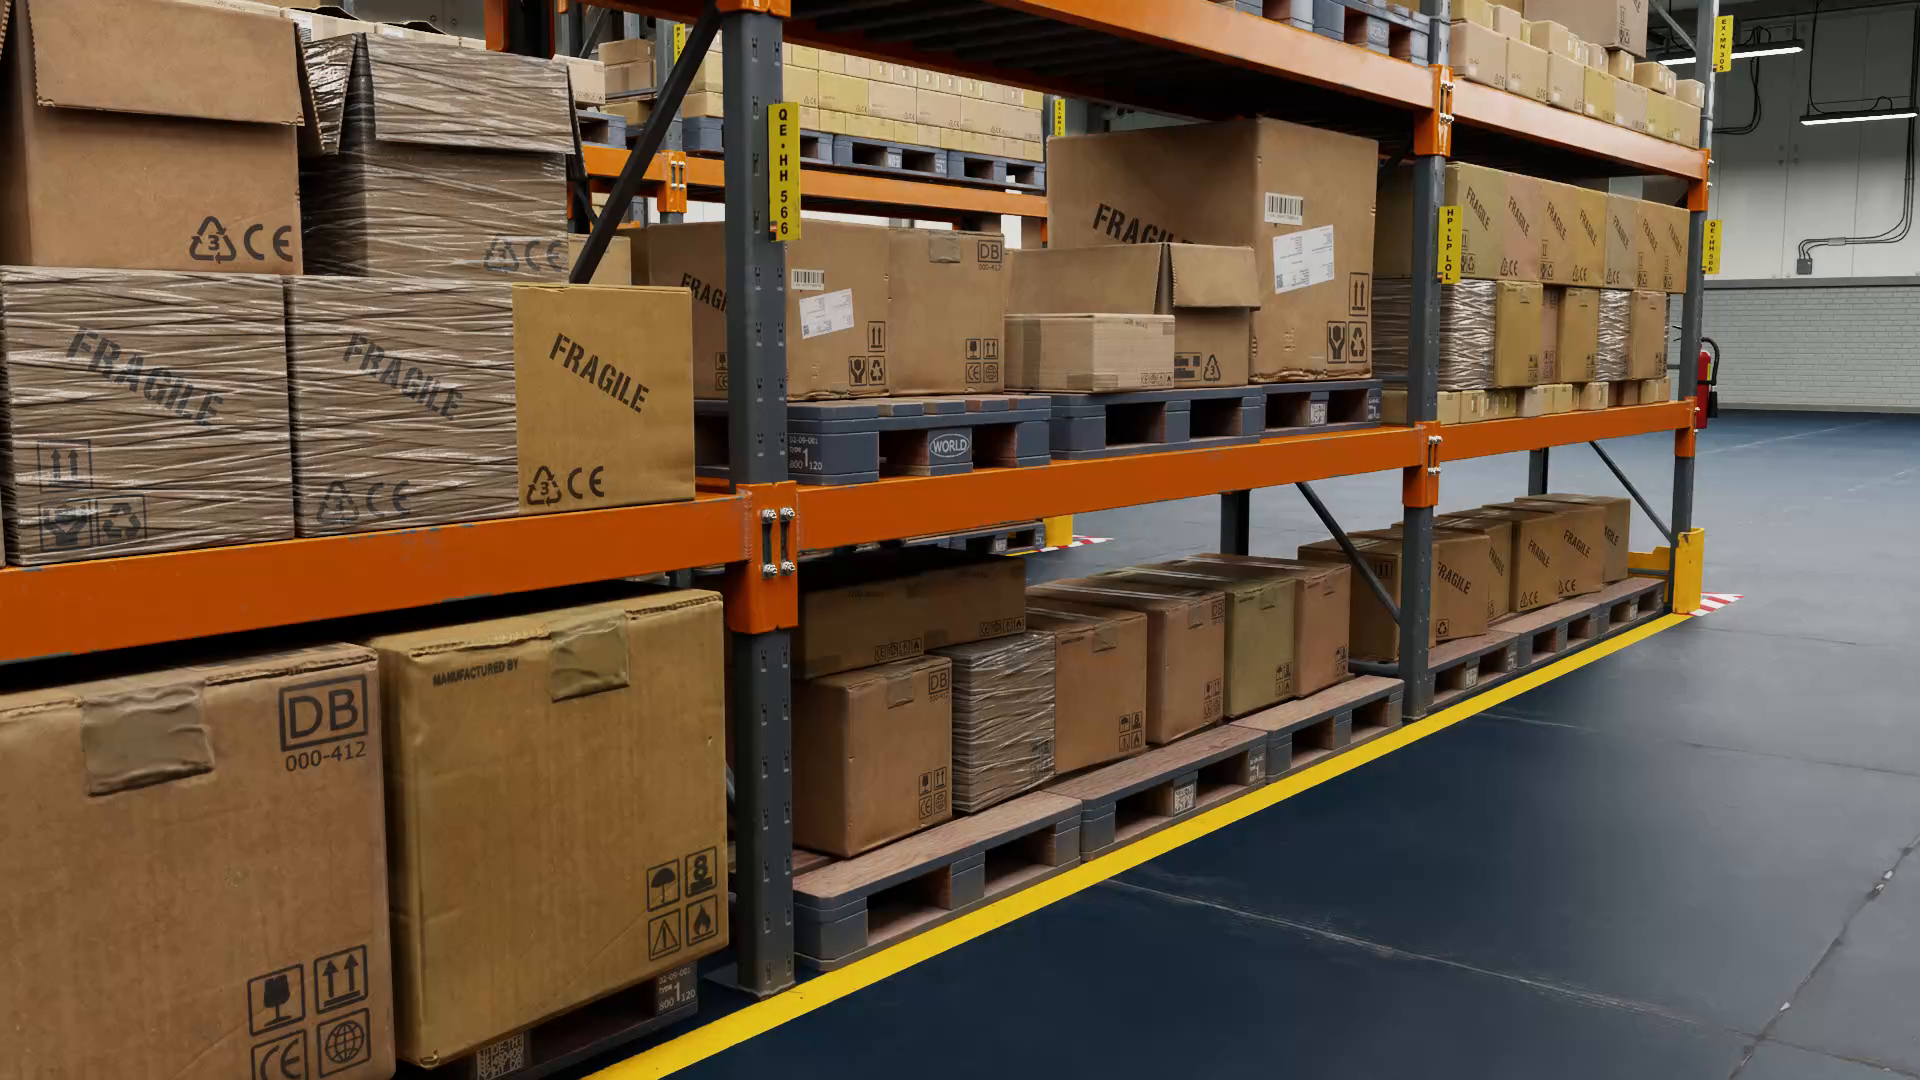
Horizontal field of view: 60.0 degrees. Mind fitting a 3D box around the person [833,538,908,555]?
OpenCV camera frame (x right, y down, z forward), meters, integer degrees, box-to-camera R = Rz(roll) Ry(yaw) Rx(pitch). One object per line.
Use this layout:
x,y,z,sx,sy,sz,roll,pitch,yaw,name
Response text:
-0.507,-0.177,8.905,0.680,1.635,0.439,-6,9,-41,person
